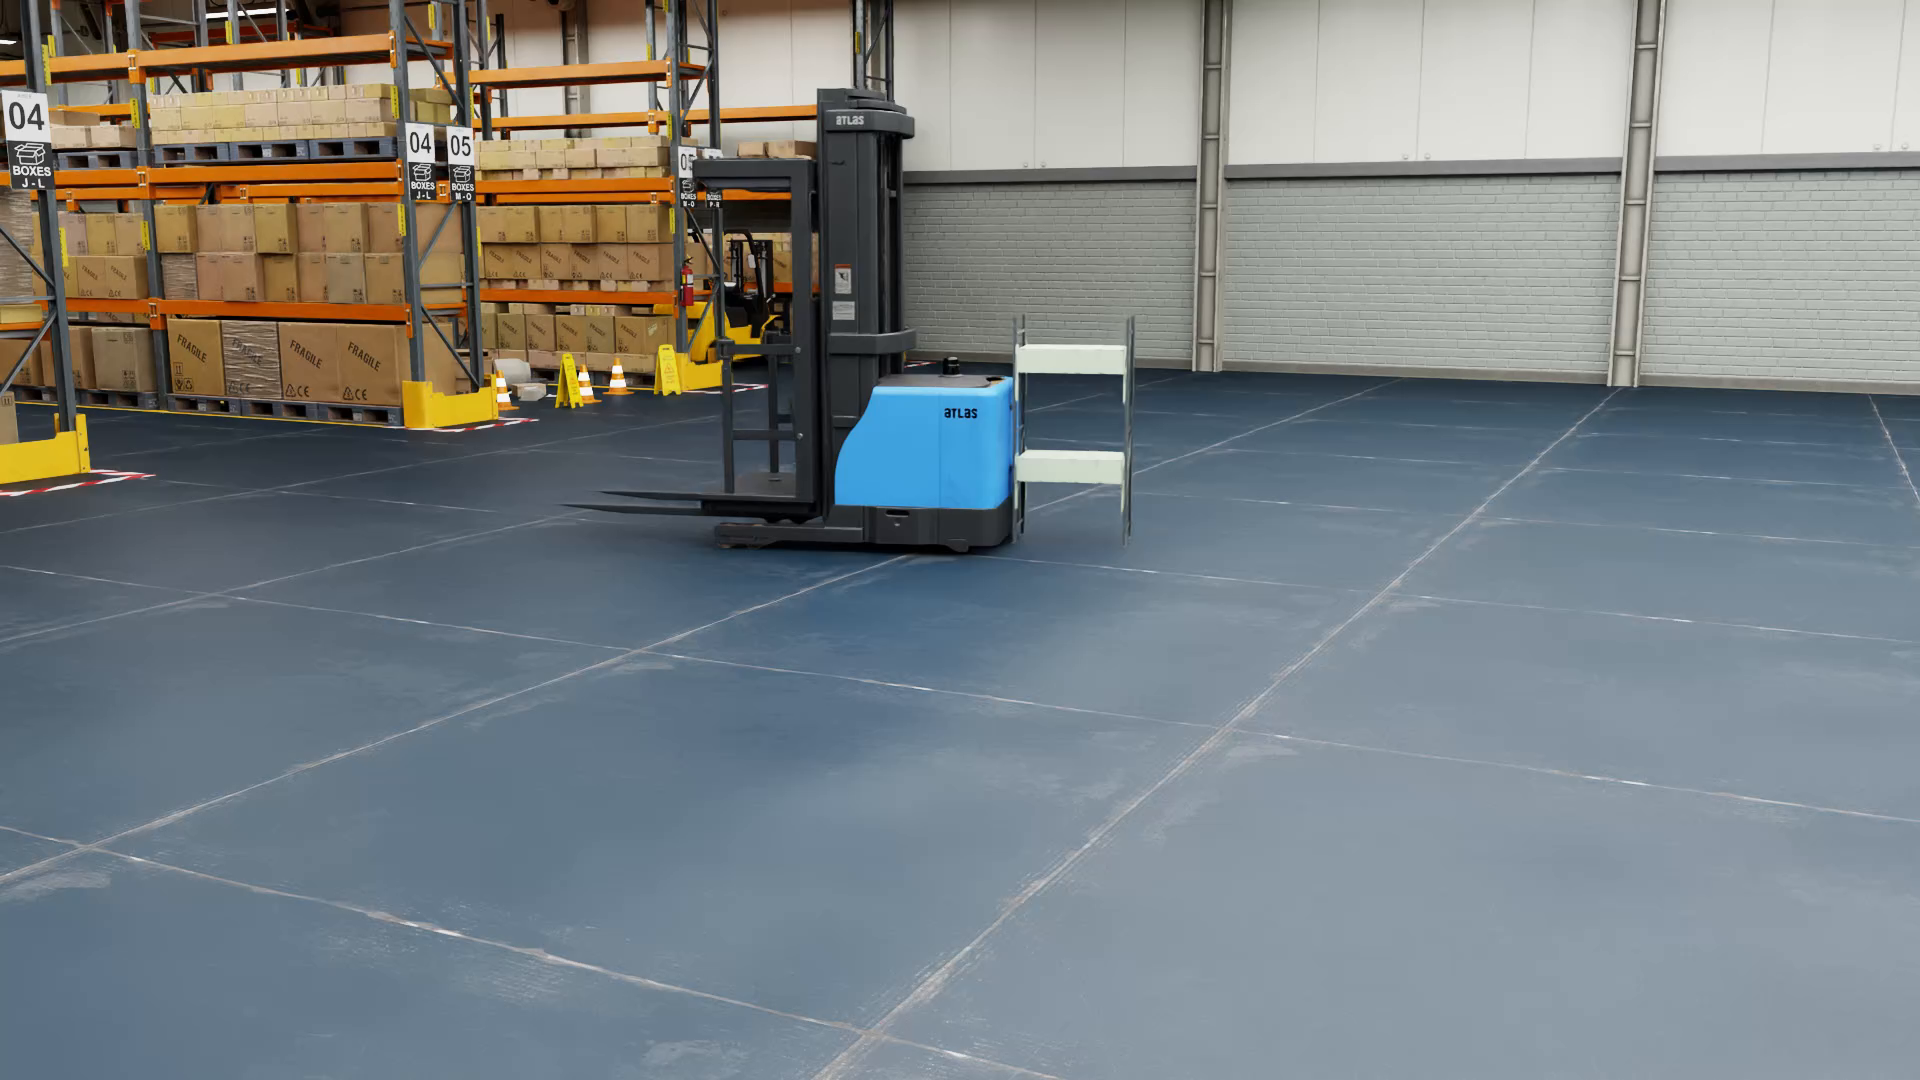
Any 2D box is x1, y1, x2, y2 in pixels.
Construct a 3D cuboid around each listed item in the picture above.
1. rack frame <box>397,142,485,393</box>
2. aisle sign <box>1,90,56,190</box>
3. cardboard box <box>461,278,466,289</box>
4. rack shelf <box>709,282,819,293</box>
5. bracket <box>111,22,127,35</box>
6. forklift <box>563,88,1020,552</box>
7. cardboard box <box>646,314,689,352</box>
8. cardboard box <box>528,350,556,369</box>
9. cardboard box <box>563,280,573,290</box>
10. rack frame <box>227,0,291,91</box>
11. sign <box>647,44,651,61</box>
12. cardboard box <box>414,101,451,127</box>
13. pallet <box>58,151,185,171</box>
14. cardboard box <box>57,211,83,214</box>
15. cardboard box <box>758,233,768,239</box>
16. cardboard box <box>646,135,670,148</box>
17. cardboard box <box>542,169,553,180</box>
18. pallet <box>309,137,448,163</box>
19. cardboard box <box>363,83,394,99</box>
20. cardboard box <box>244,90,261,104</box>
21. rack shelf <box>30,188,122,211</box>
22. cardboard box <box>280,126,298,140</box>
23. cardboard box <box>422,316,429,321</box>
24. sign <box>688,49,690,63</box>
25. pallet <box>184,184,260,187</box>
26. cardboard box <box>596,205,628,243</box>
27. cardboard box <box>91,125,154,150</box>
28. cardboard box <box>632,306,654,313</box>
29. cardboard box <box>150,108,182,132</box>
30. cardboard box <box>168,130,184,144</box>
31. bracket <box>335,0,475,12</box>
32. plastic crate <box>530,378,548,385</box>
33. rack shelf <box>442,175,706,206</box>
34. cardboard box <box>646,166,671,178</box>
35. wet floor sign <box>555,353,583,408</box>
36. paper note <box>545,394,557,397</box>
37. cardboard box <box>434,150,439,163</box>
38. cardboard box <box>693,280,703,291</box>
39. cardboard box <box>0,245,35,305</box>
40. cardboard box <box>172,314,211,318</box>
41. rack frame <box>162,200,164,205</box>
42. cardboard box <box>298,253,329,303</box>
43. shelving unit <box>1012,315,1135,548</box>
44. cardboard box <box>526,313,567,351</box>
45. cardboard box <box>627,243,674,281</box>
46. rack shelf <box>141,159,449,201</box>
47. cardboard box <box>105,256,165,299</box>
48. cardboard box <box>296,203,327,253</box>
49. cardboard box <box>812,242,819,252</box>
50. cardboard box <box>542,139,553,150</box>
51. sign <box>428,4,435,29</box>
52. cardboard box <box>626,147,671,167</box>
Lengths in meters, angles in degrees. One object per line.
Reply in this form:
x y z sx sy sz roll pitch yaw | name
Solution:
-5.631 -2.773 18.129 0.127 3.000 1.000 5 11 26 | rack frame
-7.728 -3.311 13.803 0.004 0.787 0.394 5 11 26 | aisle sign
-6.978 -3.687 23.885 0.250 0.149 0.380 5 11 26 | cardboard box
-3.132 -4.168 27.858 4.000 0.370 1.077 5 11 26 | rack shelf
-17.491 -10.616 34.510 0.430 0.232 0.235 5 11 26 | bracket
-1.155 -1.470 11.123 3.031 2.935 1.130 2 10 11 | forklift
-4.154 -2.904 23.287 0.500 0.500 0.500 5 11 24 | cardboard box
-5.748 -2.569 23.544 0.500 0.250 0.500 5 11 25 | cardboard box
-5.323 -3.567 23.221 0.250 0.149 0.380 5 11 26 | cardboard box
-10.705 -7.154 25.490 0.127 3.000 1.000 5 11 26 | rack frame
-5.155 -8.043 27.556 0.005 0.325 0.100 5 11 26 | sign
-5.950 -4.656 18.239 0.500 0.250 0.500 5 11 26 | cardboard box
-10.062 -4.534 19.976 1.217 0.209 0.805 5 11 24 | pallet
-14.710 -5.351 27.464 0.250 0.149 0.380 5 11 25 | cardboard box
-3.131 -4.994 27.463 0.250 0.149 0.380 5 11 27 | cardboard box
-3.965 -5.296 22.112 0.250 0.149 0.380 5 11 26 | cardboard box
-5.563 -5.054 23.013 0.250 0.149 0.380 5 11 26 | cardboard box
-6.301 -4.262 18.184 1.213 0.211 1.003 5 11 26 | pallet
-6.083 -4.746 17.614 0.250 0.149 0.380 5 11 26 | cardboard box
-7.678 -4.886 18.388 0.250 0.149 0.380 5 11 26 | cardboard box
-16.086 -5.797 28.434 4.000 0.370 1.077 5 11 26 | rack shelf
-7.218 -4.454 18.238 0.250 0.149 0.380 5 11 26 | cardboard box
-9.902 -4.053 31.039 0.500 0.500 0.500 6 12 28 | cardboard box
-4.658 -8.256 28.512 0.005 0.325 0.100 5 11 26 | sign
-11.306 -5.627 26.008 1.003 0.211 1.213 6 12 28 | pallet
-4.536 -4.306 22.674 0.500 0.500 0.700 5 11 26 | cardboard box
-9.922 -4.776 19.737 0.500 0.250 0.500 5 11 26 | cardboard box
-5.398 -3.757 29.056 0.625 0.625 0.875 6 12 28 | cardboard box
-8.903 -4.809 19.084 0.500 0.250 0.500 5 11 26 | cardboard box
-8.809 -4.593 19.010 0.250 0.149 0.380 5 11 26 | cardboard box
-9.784 -9.938 30.769 4.783 0.066 0.076 5 11 26 | bracket
-6.073 -2.195 23.136 0.583 0.080 0.402 1 10 6 | plastic crate
-5.325 -4.851 23.209 4.000 0.370 1.077 5 11 26 | rack shelf
-3.975 -4.907 22.205 0.250 0.149 0.380 5 11 26 | cardboard box
-4.729 -1.928 20.074 0.232 0.644 0.267 3 11 16 | wet floor sign
-5.260 -1.867 21.461 0.142 0.019 0.148 1 10 6 | paper note
-7.706 -5.518 24.118 0.500 0.250 0.500 5 11 25 | cardboard box
-3.744 -3.508 22.894 0.250 0.149 0.380 5 11 26 | cardboard box
-8.397 -2.232 14.025 0.500 0.500 0.875 5 11 26 | cardboard box
-12.086 -3.502 26.943 0.875 0.875 0.875 5 11 27 | cardboard box
-15.687 -5.625 33.890 0.127 3.000 1.000 5 11 26 | rack frame
-6.933 -2.973 18.812 0.550 0.550 0.875 5 11 26 | cardboard box
0.756 -0.732 11.061 0.755 1.500 0.431 2 10 11 | shelving unit
-5.759 -2.938 23.479 0.500 0.500 0.500 6 12 29 | cardboard box
-4.140 -3.766 22.499 0.500 0.500 0.500 5 11 25 | cardboard box
-7.424 -4.053 18.797 4.000 0.370 1.077 5 11 26 | rack shelf
-9.804 -3.136 19.853 0.500 0.500 0.500 5 11 25 | cardboard box
-6.923 -3.508 18.737 0.550 0.550 0.875 5 11 26 | cardboard box
-2.221 -4.761 27.012 0.250 0.149 0.380 5 12 27 | cardboard box
-5.550 -5.445 22.938 0.250 0.149 0.380 5 12 27 | cardboard box
-7.359 -7.287 23.159 0.005 0.325 0.100 5 11 26 | sign
-4.109 -5.117 22.246 0.500 0.250 0.500 5 11 25 | cardboard box
